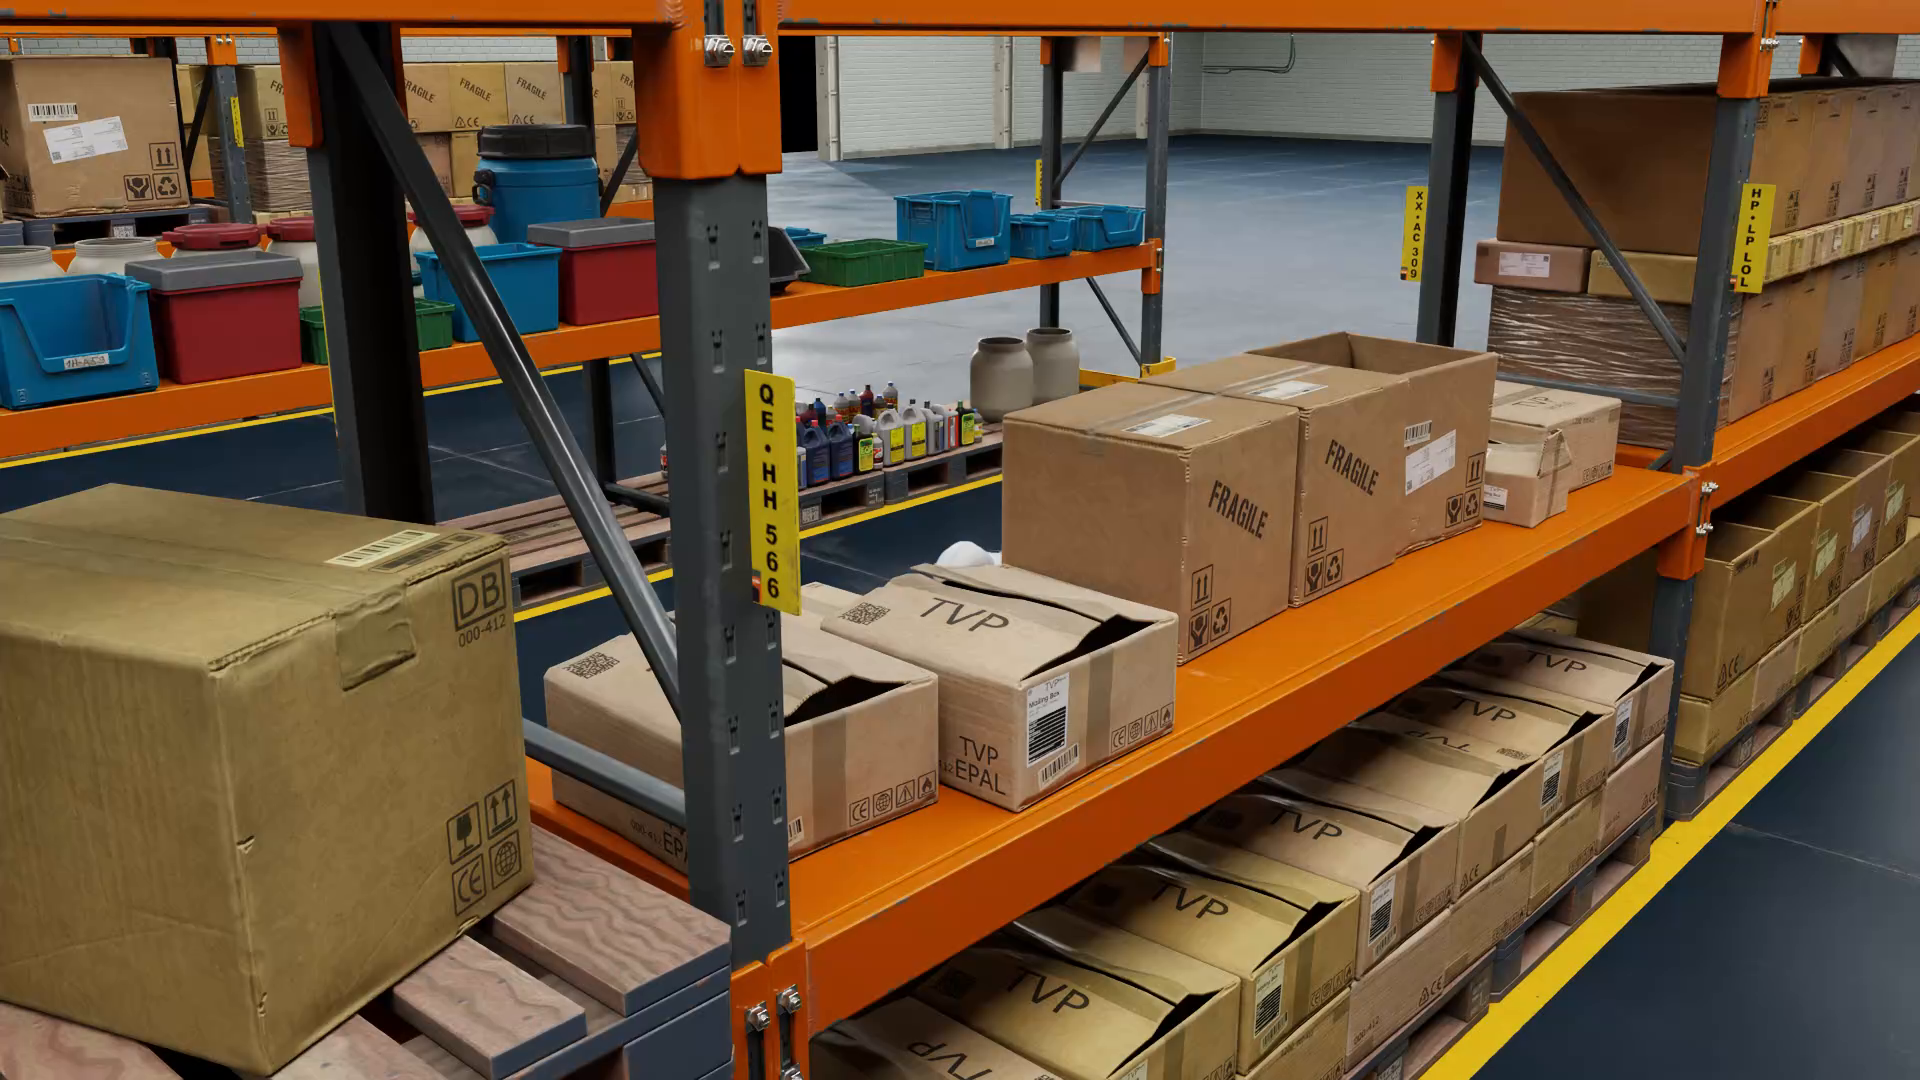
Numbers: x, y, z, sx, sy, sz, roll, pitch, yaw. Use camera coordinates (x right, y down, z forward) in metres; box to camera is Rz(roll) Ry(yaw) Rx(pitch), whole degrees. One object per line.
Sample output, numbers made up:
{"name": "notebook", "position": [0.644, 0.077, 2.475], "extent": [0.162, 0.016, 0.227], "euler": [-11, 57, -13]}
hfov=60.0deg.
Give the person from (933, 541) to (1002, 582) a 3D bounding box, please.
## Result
{"name": "person", "position": [0.163, 0.414, 6.015], "extent": [0.574, 0.993, 0.889], "euler": [14, 22, 39]}
